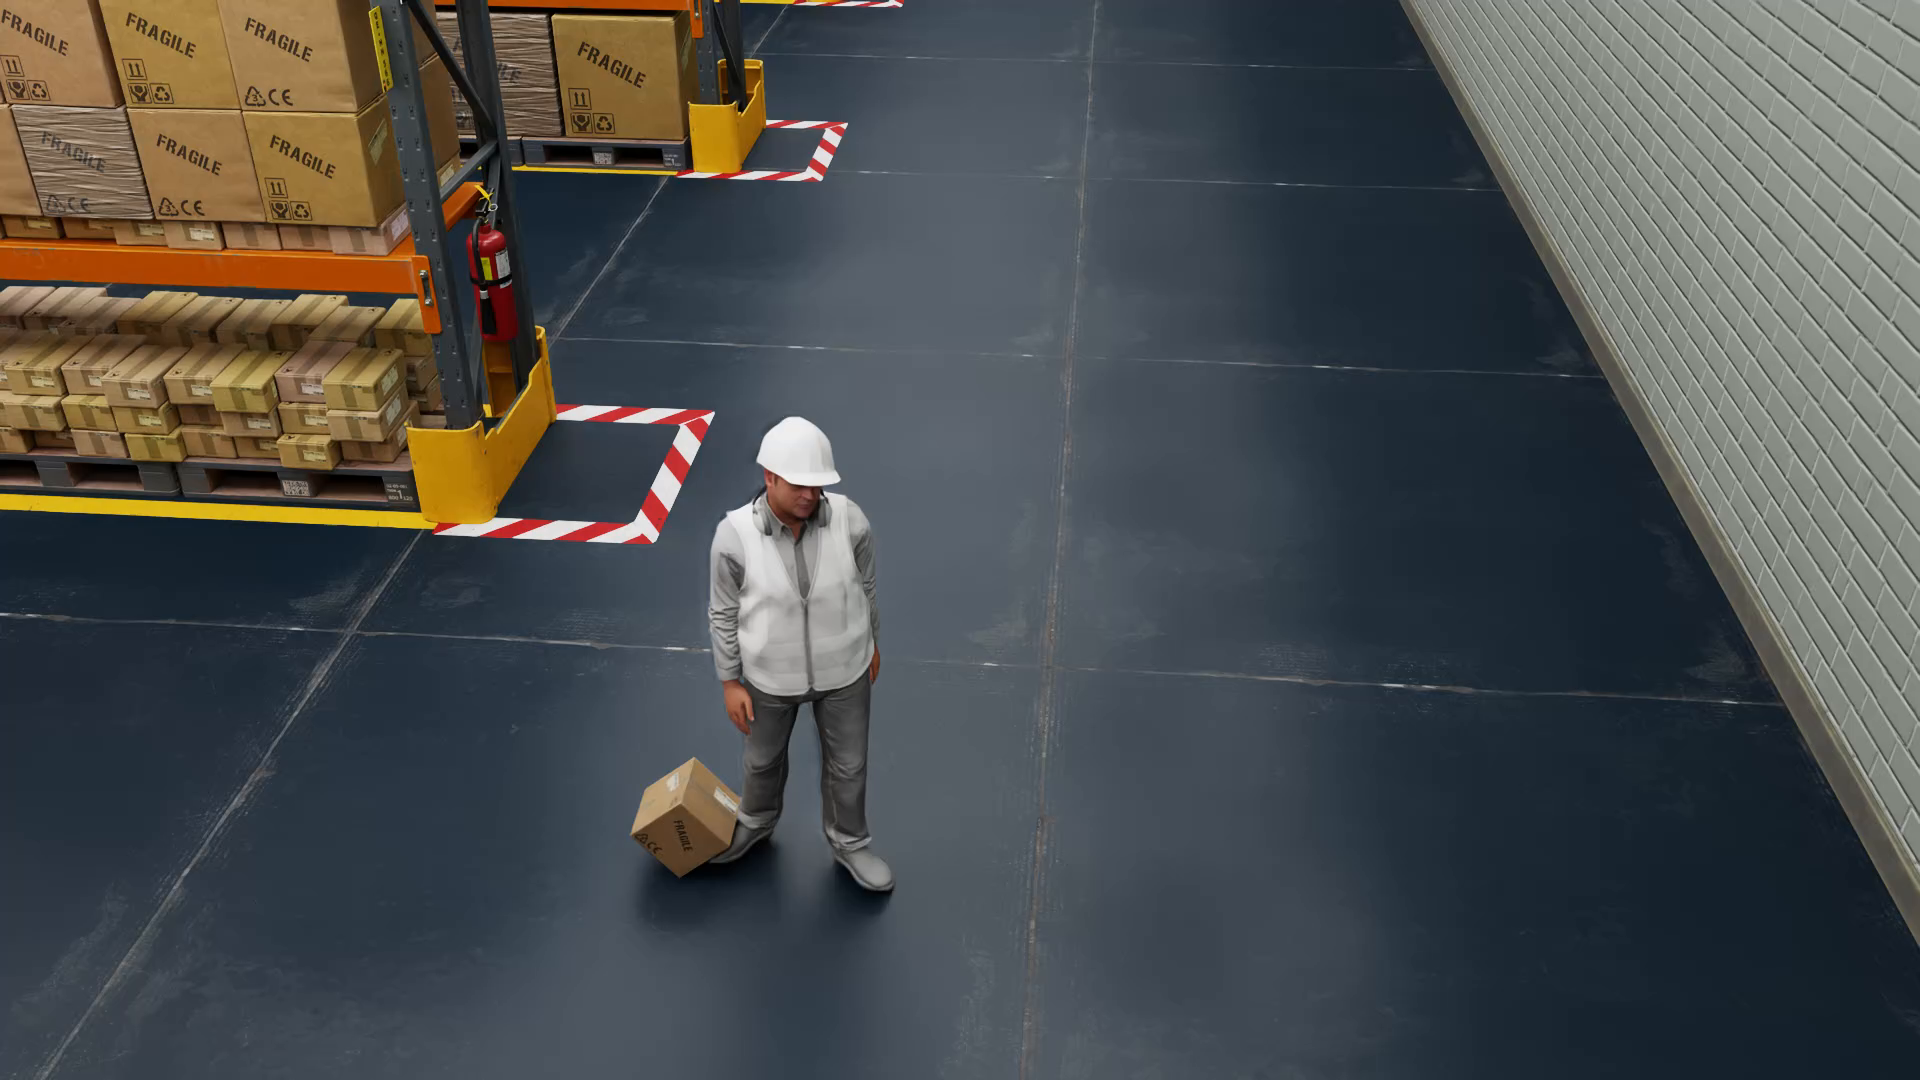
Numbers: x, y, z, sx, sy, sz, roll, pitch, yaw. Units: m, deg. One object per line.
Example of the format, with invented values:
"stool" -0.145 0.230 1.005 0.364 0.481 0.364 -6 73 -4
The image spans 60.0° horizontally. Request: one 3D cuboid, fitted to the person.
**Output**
"person" -0.575 0.398 5.446 0.652 1.771 0.459 -6 32 -10
